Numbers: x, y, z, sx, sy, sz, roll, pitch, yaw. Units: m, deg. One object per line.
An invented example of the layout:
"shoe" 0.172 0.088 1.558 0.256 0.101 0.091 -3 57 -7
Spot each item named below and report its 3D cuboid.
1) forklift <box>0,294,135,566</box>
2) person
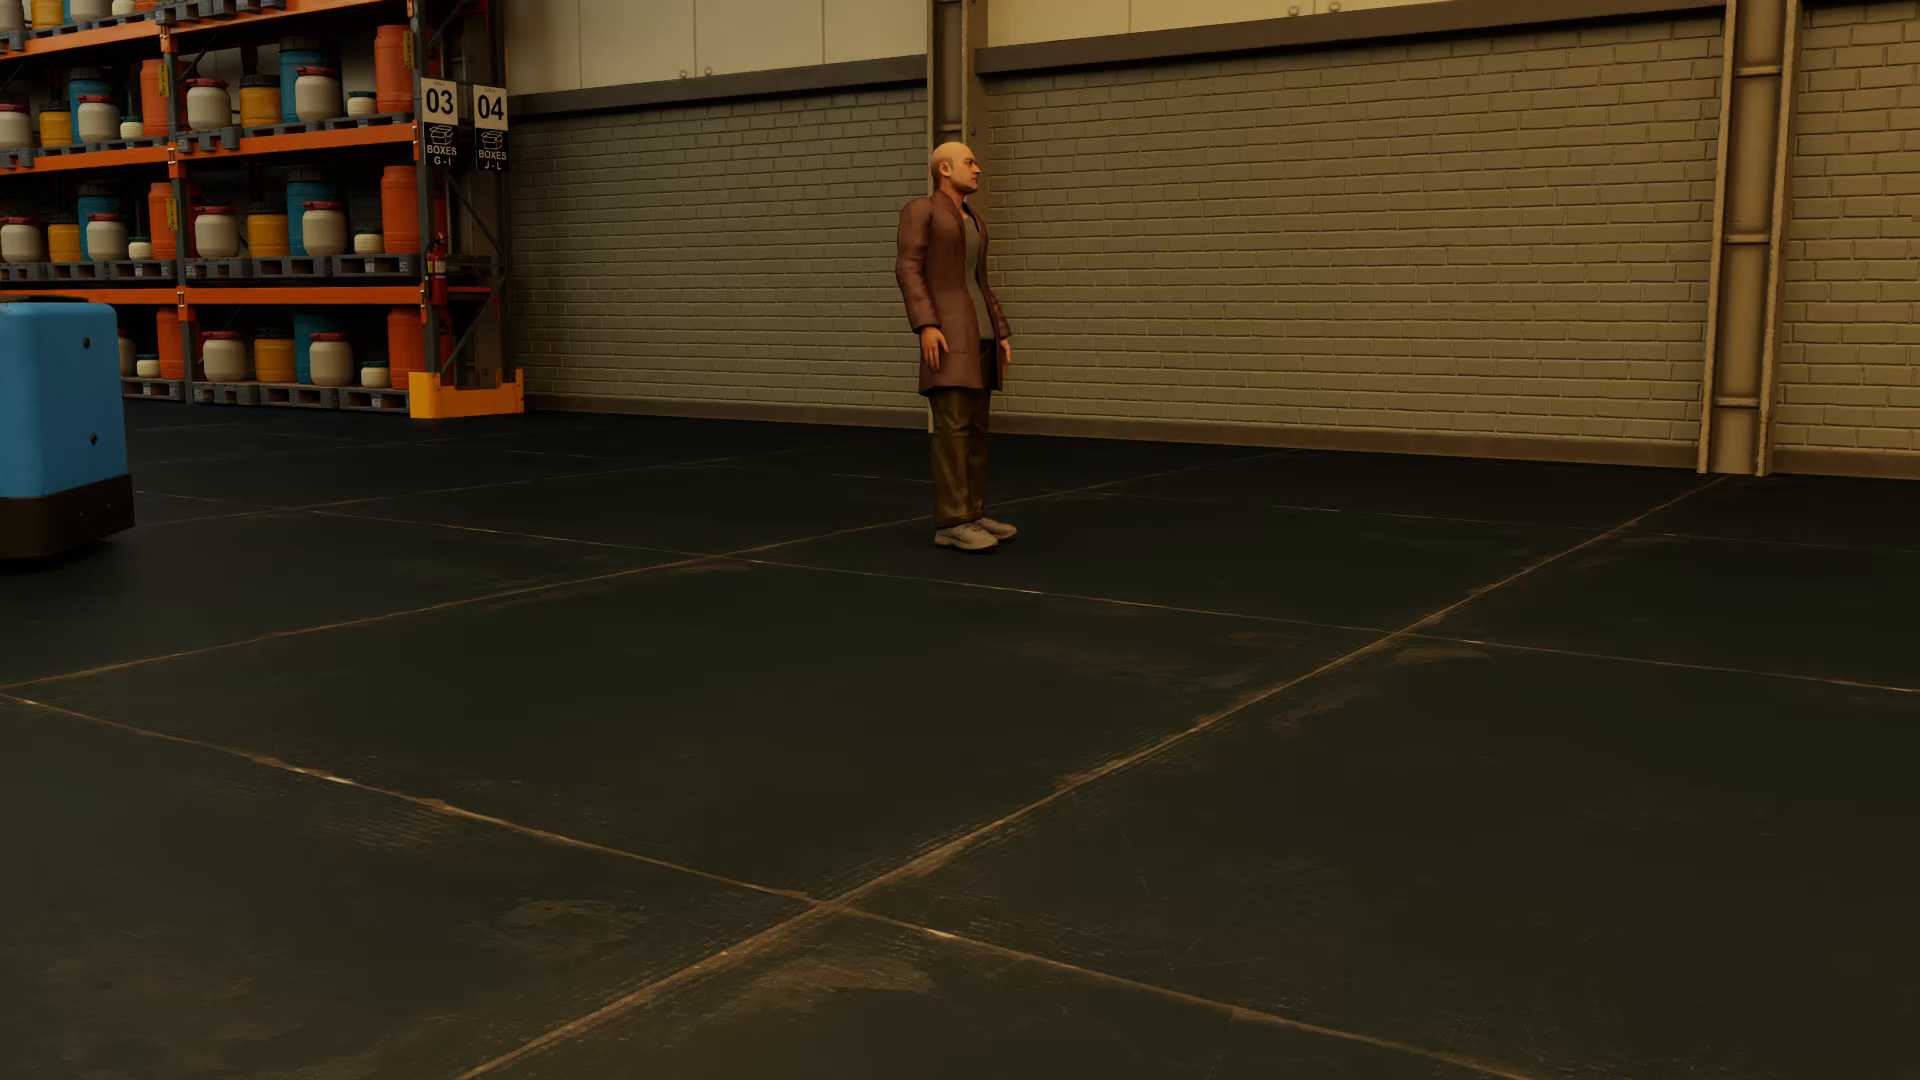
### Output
"forklift" -5.188 -1.356 6.727 3.031 2.935 1.130 -1 8 -7
"person" 0.072 -0.880 7.423 0.582 1.776 0.696 5 10 34
